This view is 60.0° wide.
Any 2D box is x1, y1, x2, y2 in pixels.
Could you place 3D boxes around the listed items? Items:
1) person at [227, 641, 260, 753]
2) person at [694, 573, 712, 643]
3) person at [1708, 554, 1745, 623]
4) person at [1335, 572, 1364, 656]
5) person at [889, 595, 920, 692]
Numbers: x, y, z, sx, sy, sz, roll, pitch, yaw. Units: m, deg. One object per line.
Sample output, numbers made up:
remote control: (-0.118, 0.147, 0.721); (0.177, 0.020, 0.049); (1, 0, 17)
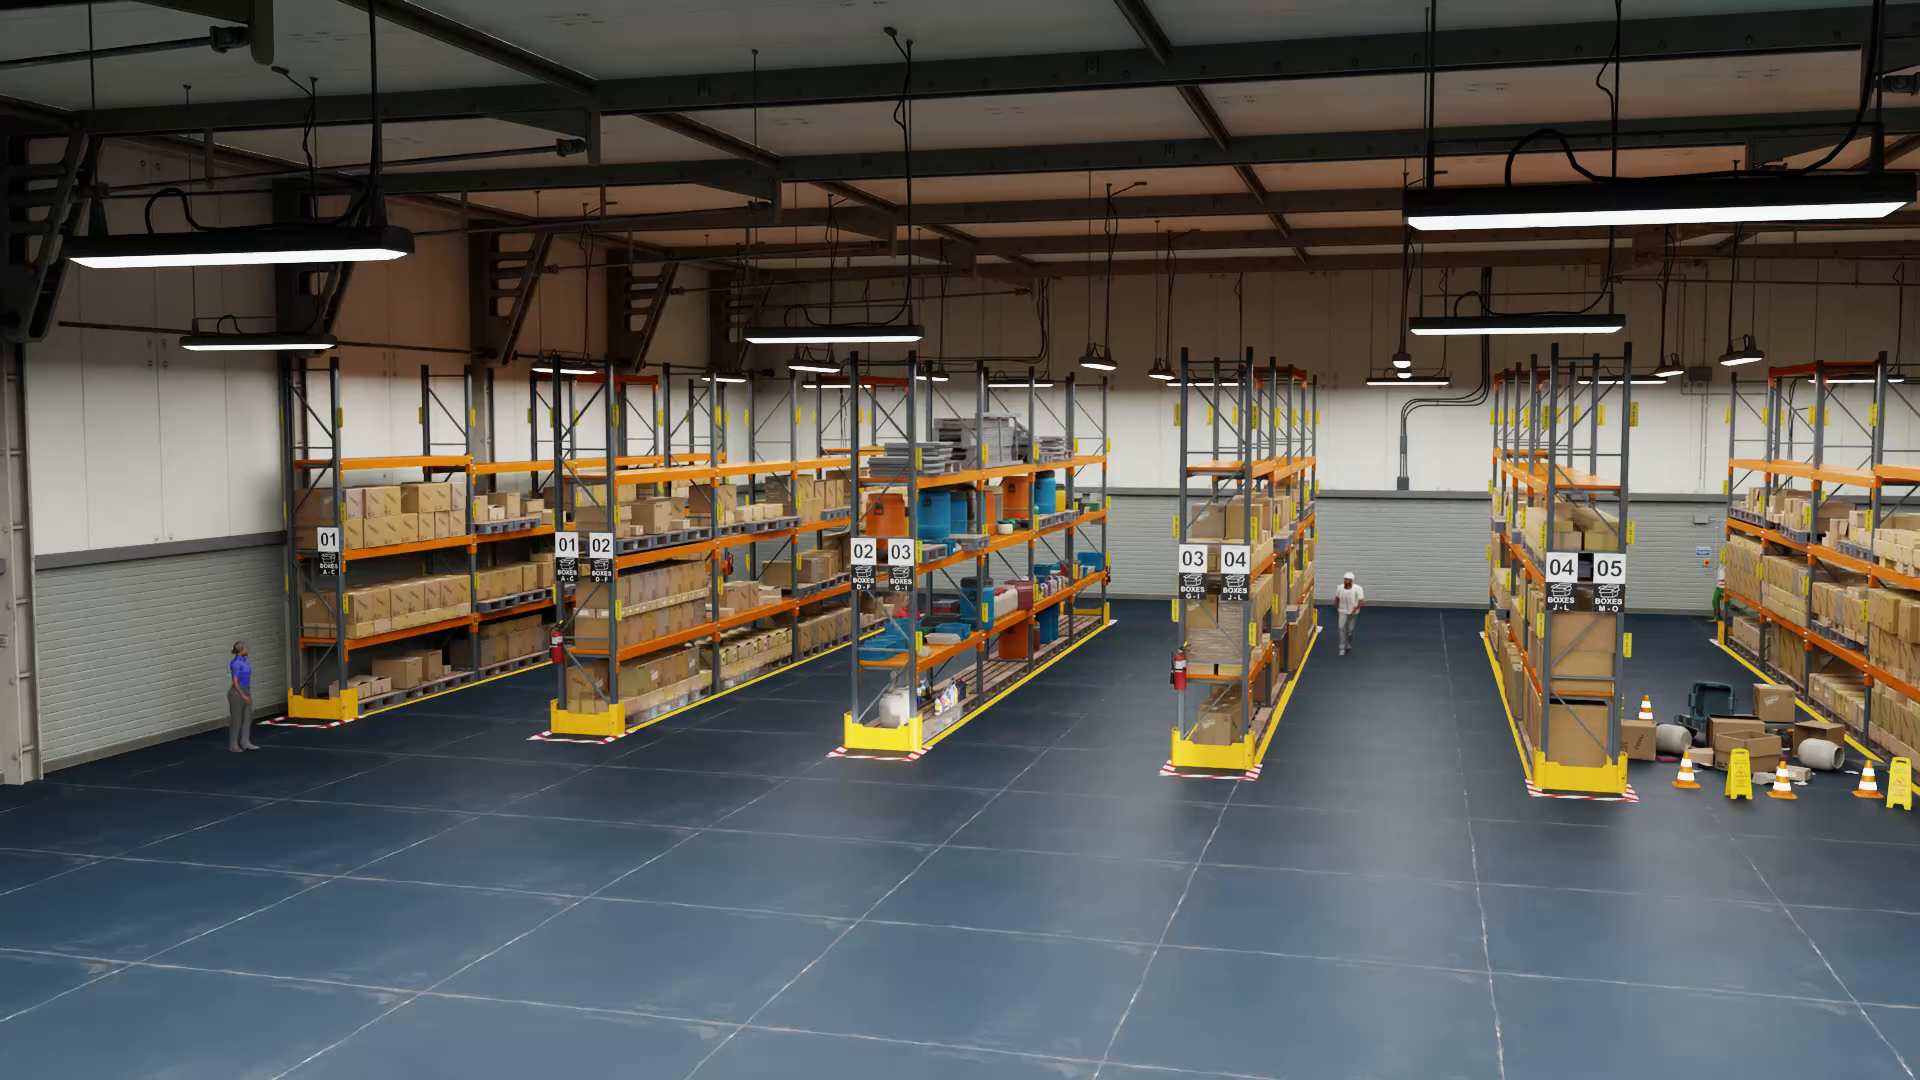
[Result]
person: (-10.768, 2.350, 24.980); (0.439, 1.671, 0.476); (1, 4, 9)
person: (-5.529, 1.545, 36.060); (0.660, 1.666, 0.939); (1, 4, 15)
person: (18.610, 1.157, 40.388); (0.816, 1.764, 0.592); (0, 4, -2)
person: (8.286, 1.551, 35.405); (0.591, 1.744, 1.003); (1, 4, 15)
person: (-1.025, 1.898, 30.601); (0.688, 1.762, 0.413); (-2, 5, -23)
